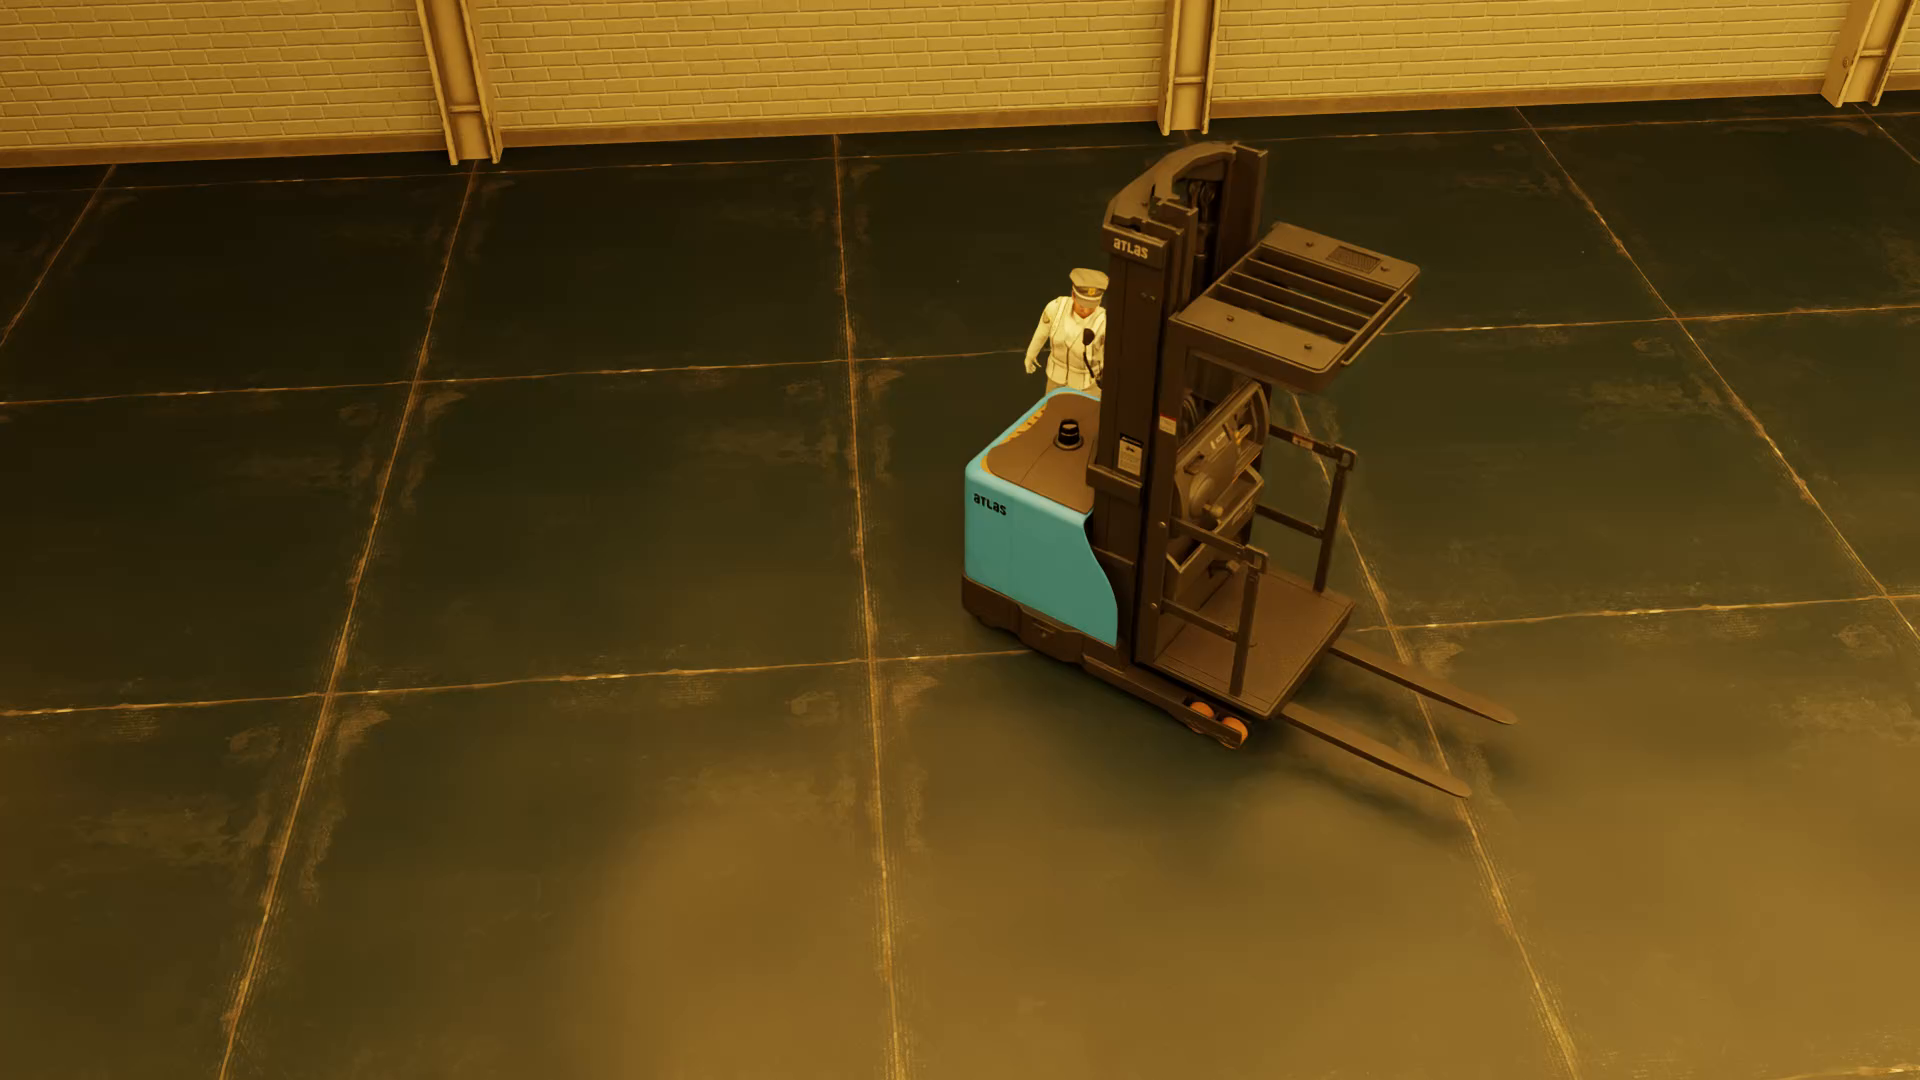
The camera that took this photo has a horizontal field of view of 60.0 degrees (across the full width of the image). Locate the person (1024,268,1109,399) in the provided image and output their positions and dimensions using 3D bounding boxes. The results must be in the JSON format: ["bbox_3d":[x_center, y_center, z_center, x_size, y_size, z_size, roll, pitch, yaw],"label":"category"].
[{"bbox_3d":[0.728,-0.953,10.085,0.809,1.642,0.417,21,45,23],"label":"person"}]

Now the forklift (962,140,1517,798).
[{"bbox_3d":[1.507,-0.397,8.402,3.031,2.935,1.130,25,46,26],"label":"forklift"}]
